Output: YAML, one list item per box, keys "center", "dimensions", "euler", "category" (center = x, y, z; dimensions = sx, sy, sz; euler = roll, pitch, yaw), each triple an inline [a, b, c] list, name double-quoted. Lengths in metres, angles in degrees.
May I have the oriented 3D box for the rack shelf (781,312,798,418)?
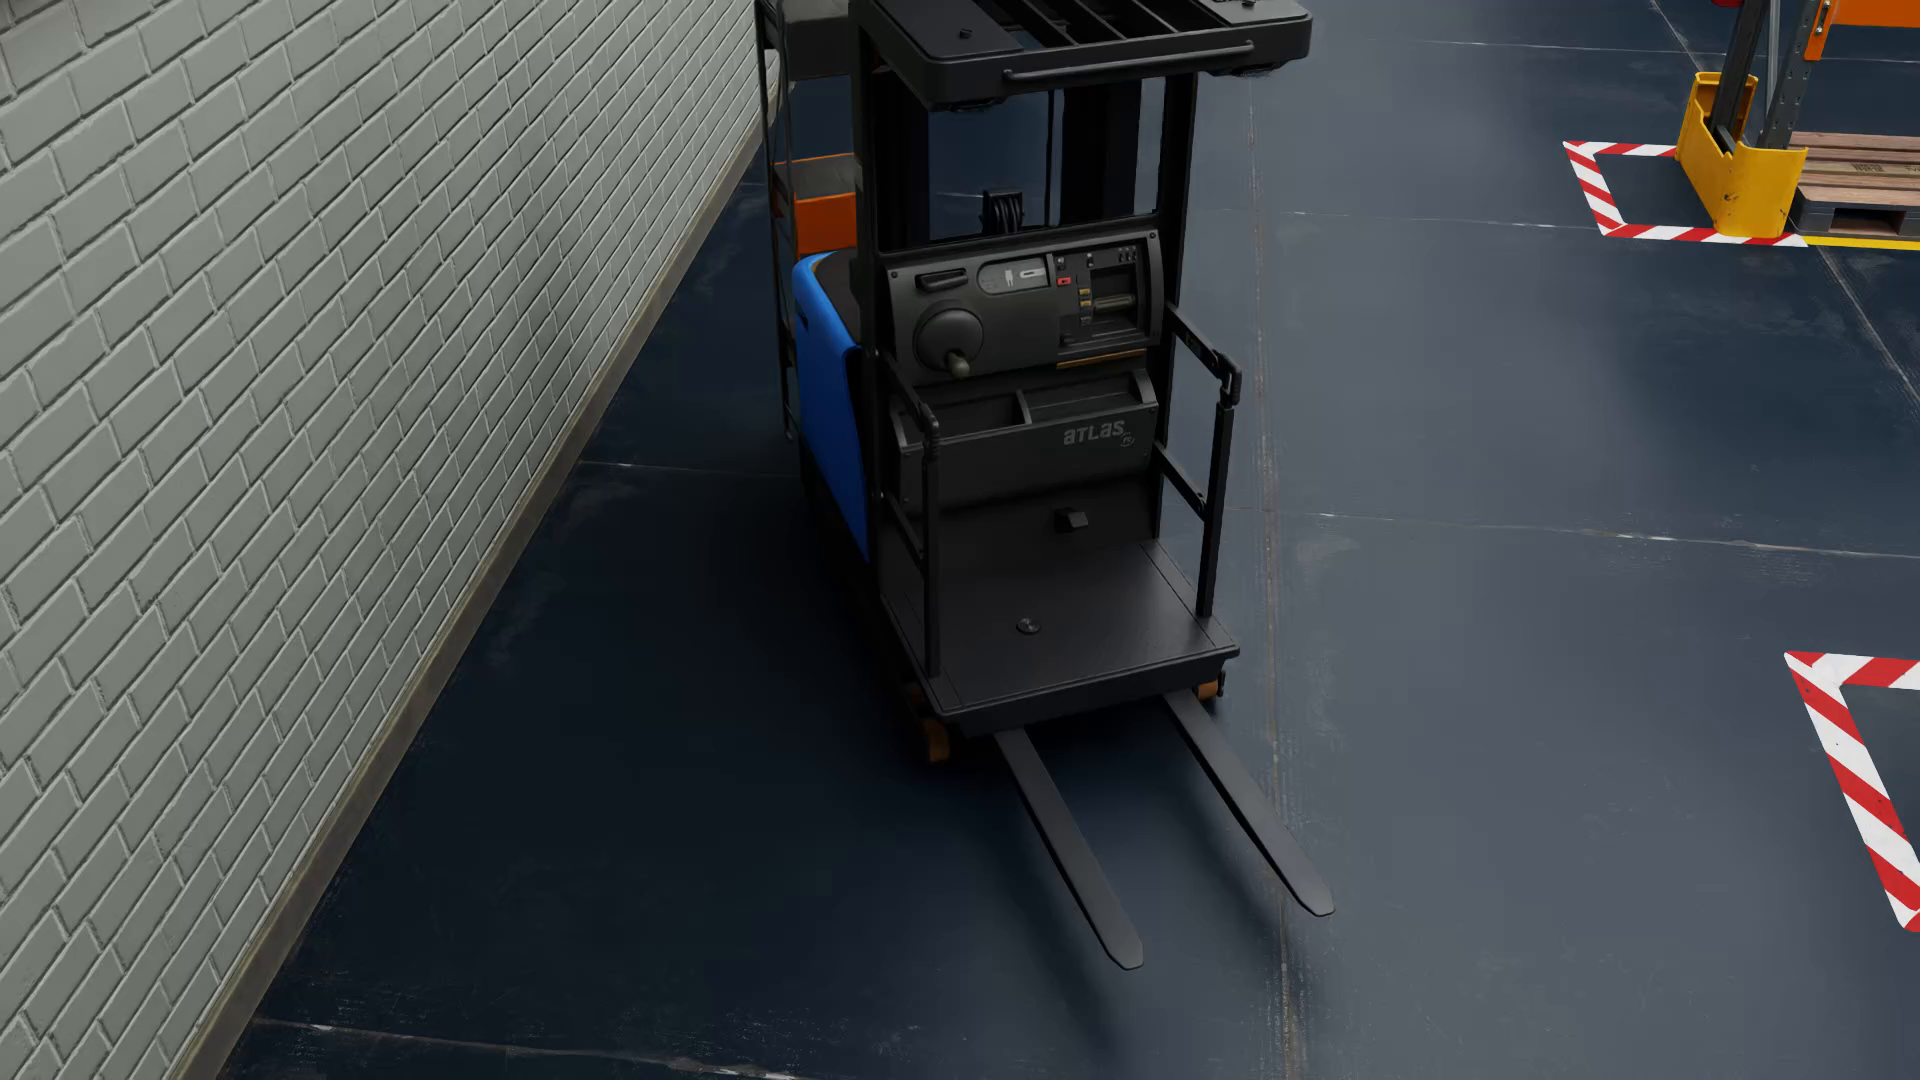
- center: [-0.482, -0.702, 7.155]
  dimensions: [0.480, 0.518, 0.431]
  euler: [-12, 37, -16]
  category: "rack shelf"

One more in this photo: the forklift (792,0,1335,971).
- center: [0.291, -0.698, 5.205]
  dimensions: [1.130, 2.935, 3.031]
  euler: [-11, 37, -15]
  category: "forklift"

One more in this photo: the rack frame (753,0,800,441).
- center: [-0.711, -1.235, 6.673]
  dimensions: [0.015, 2.100, 0.400]
  euler: [-12, 37, -16]
  category: "rack frame"

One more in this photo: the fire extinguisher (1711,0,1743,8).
- center: [4.319, -3.300, 9.179]
  dimensions: [0.183, 0.674, 0.296]
  euler: [4, 36, 6]
  category: "fire extinguisher"

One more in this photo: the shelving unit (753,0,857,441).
- center: [-0.482, -1.283, 6.740]
  dimensions: [0.503, 2.100, 0.431]
  euler: [-12, 37, -16]
  category: "shelving unit"

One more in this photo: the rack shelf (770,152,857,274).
- center: [-0.482, -1.272, 6.748]
  dimensions: [0.480, 0.518, 0.431]
  euler: [-12, 37, -16]
  category: "rack shelf"

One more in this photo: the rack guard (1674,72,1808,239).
- center: [4.385, -2.187, 9.384]
  dimensions: [0.348, 0.500, 1.175]
  euler: [4, 36, 6]
  category: "rack guard"

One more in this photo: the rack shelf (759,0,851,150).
- center: [-0.482, -1.842, 6.342]
  dimensions: [0.480, 0.518, 0.431]
  euler: [-12, 37, -16]
  category: "rack shelf"

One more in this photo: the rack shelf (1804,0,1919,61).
- center: [6.395, -2.770, 8.668]
  dimensions: [4.000, 0.370, 1.077]
  euler: [4, 36, 6]
  category: "rack shelf"

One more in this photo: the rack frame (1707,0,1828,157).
- center: [4.411, -3.210, 8.666]
  dimensions: [0.127, 3.000, 1.000]
  euler: [4, 36, 6]
  category: "rack frame"

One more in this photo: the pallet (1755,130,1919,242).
- center: [5.224, -1.992, 9.359]
  dimensions: [1.213, 0.211, 1.003]
  euler: [4, 36, 6]
  category: "pallet"
